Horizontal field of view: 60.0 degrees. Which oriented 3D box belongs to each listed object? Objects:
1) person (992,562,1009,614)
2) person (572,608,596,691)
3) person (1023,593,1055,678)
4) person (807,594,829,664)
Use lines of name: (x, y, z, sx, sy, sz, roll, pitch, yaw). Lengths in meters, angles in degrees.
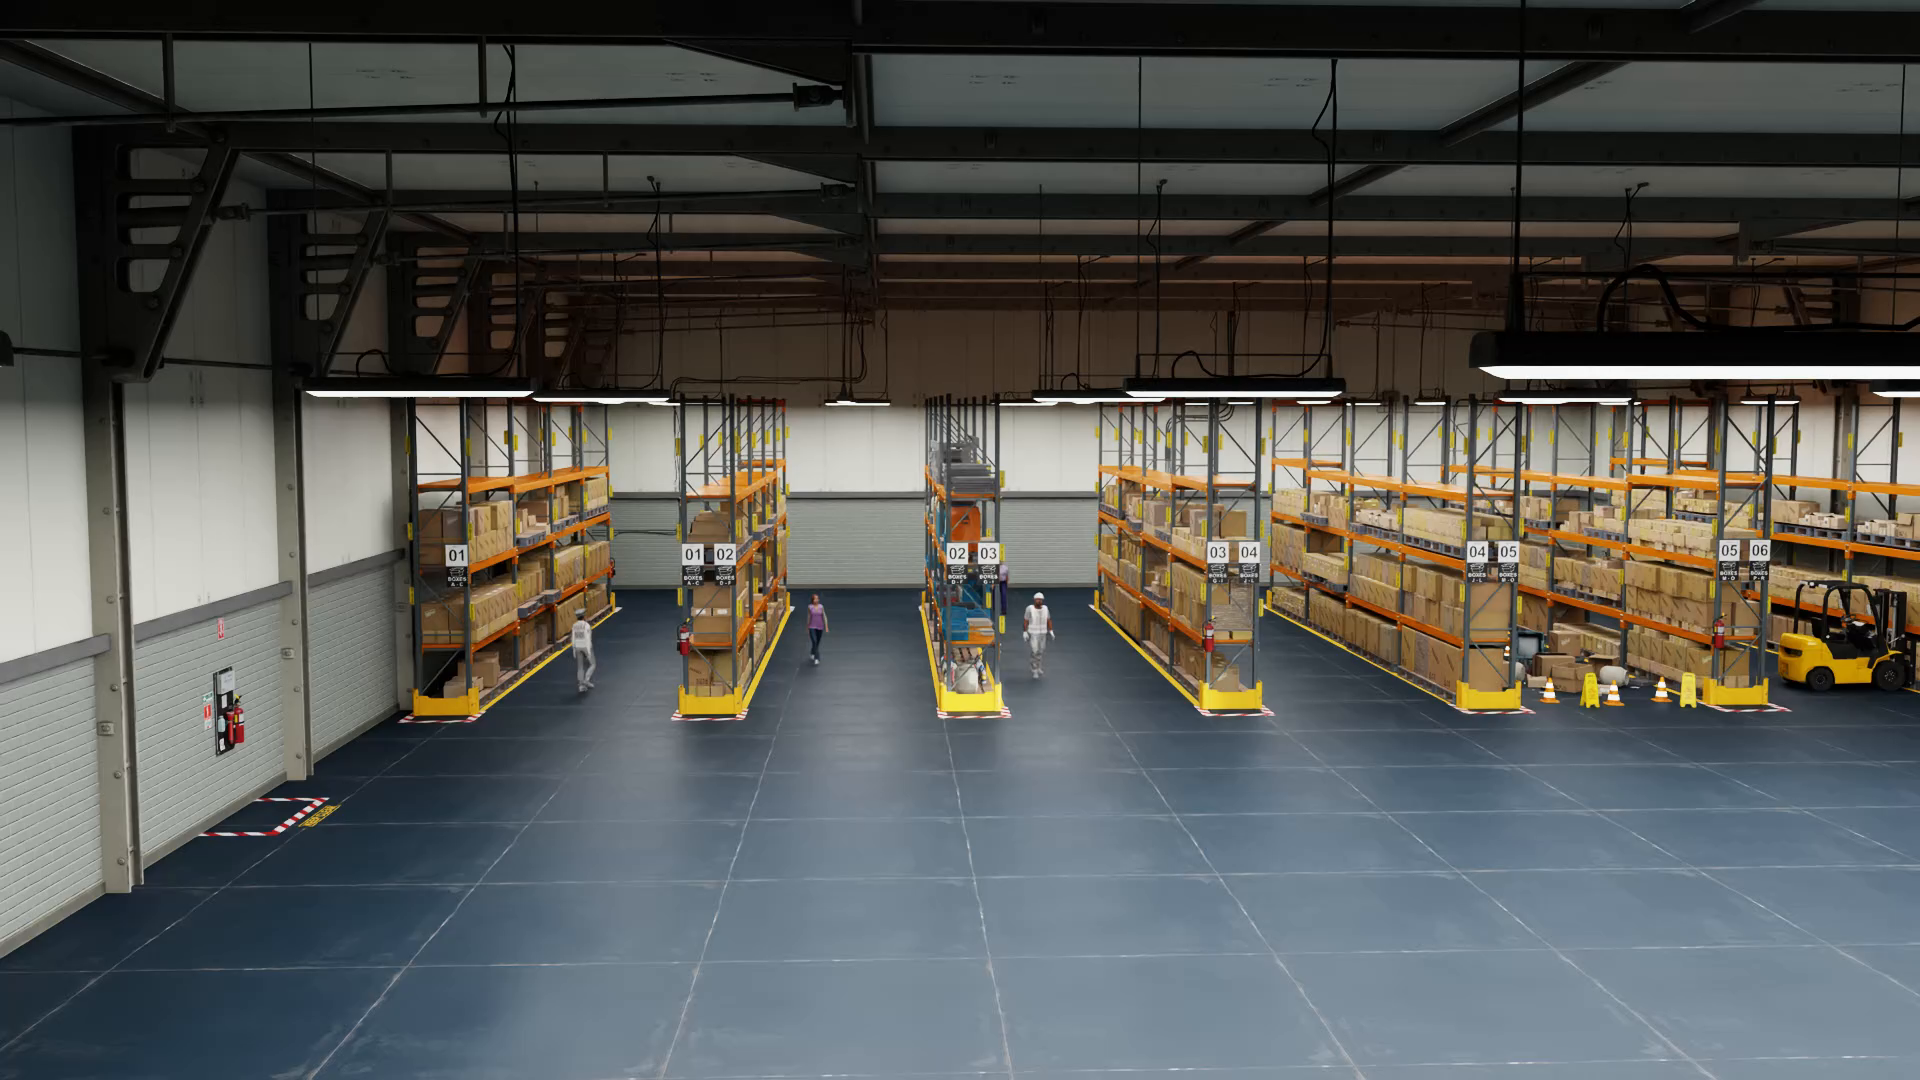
person: (1.119, 1.244, 46.407, 0.501, 1.587, 1.007, 0, 5, -3)
person: (-7.634, 2.221, 33.650, 0.526, 1.676, 0.487, 1, 5, 9)
person: (1.676, 2.035, 35.569, 0.613, 1.836, 0.535, -2, 5, -22)
person: (-3.210, 1.979, 37.383, 0.441, 1.537, 0.971, -2, 5, -19)
